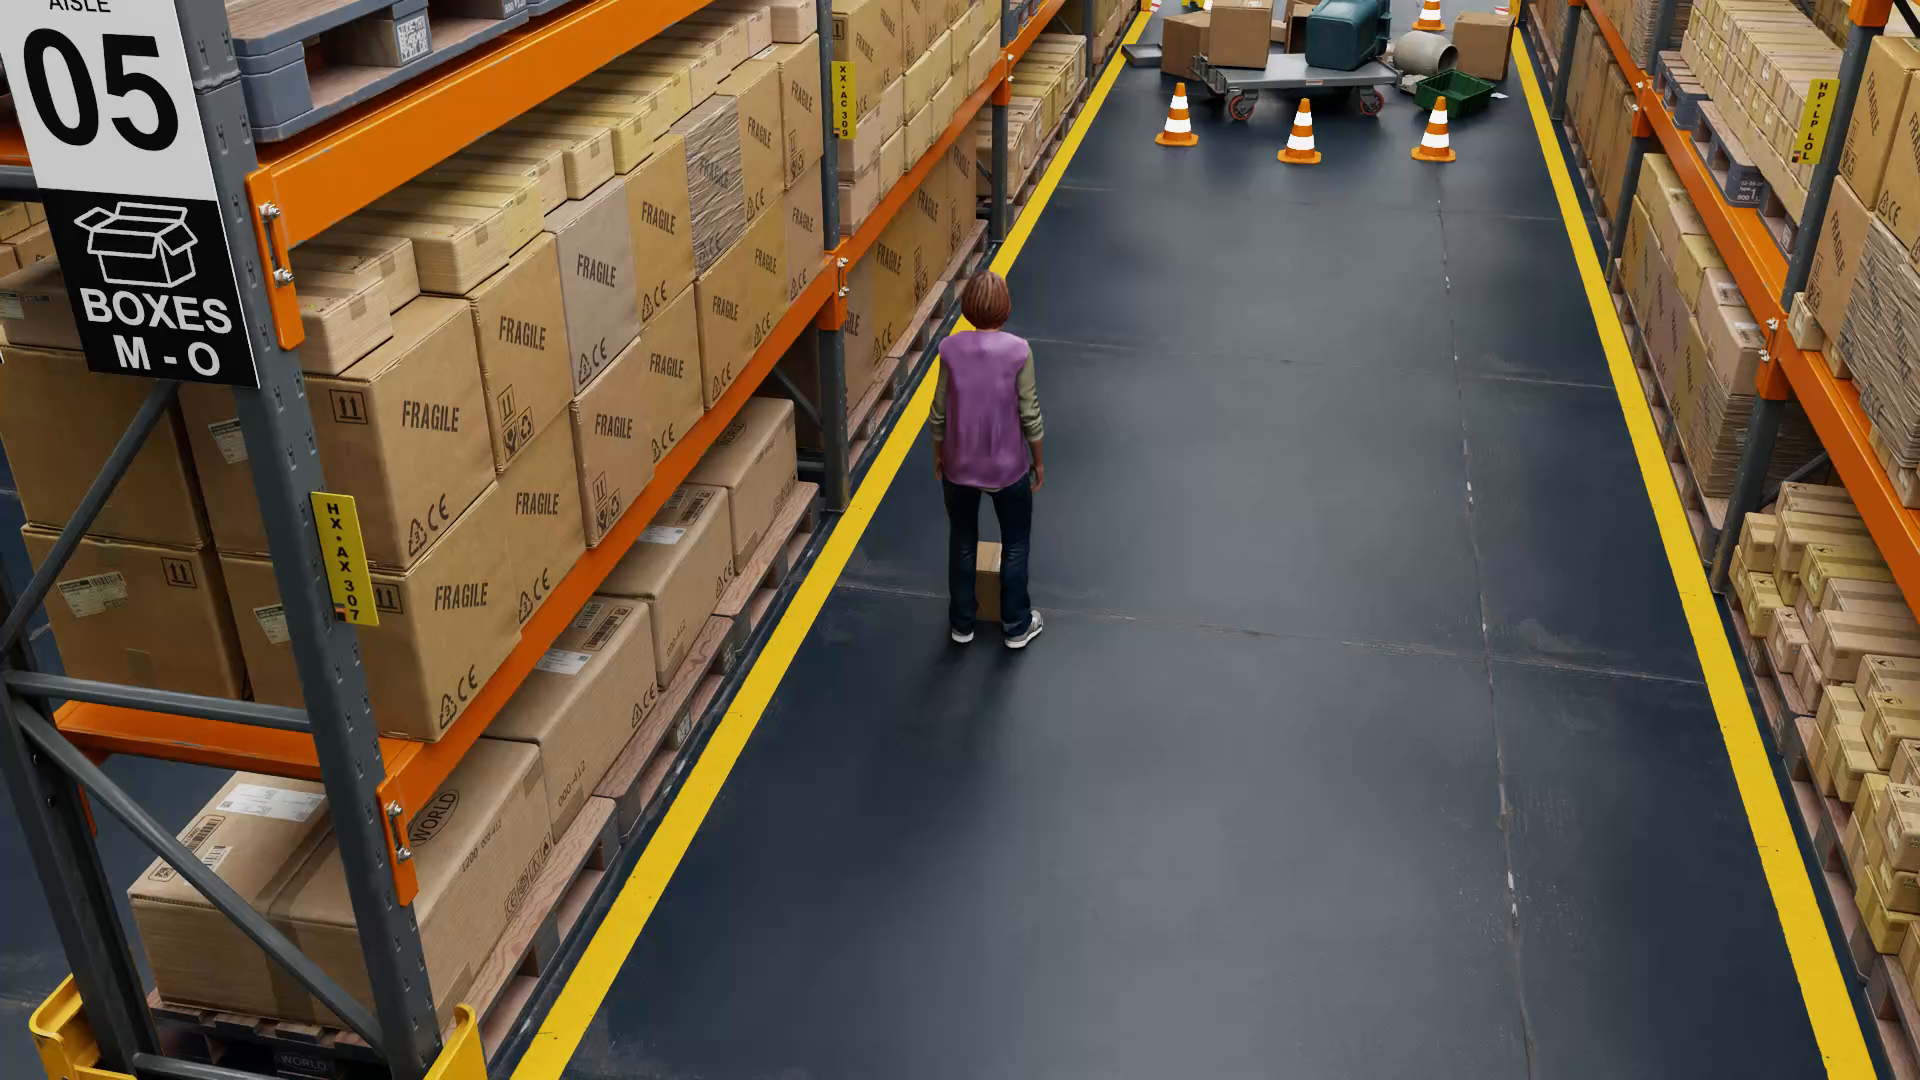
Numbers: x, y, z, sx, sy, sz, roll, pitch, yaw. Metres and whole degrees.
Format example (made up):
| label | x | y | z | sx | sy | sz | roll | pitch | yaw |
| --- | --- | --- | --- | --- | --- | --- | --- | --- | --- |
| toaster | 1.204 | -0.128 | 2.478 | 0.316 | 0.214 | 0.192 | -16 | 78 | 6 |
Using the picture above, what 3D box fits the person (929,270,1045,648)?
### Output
| label | x | y | z | sx | sy | sz | roll | pitch | yaw |
| --- | --- | --- | --- | --- | --- | --- | --- | --- | --- |
| person | 0.106 | -0.290 | 6.657 | 0.460 | 1.592 | 0.343 | 6 | 30 | 11 |
